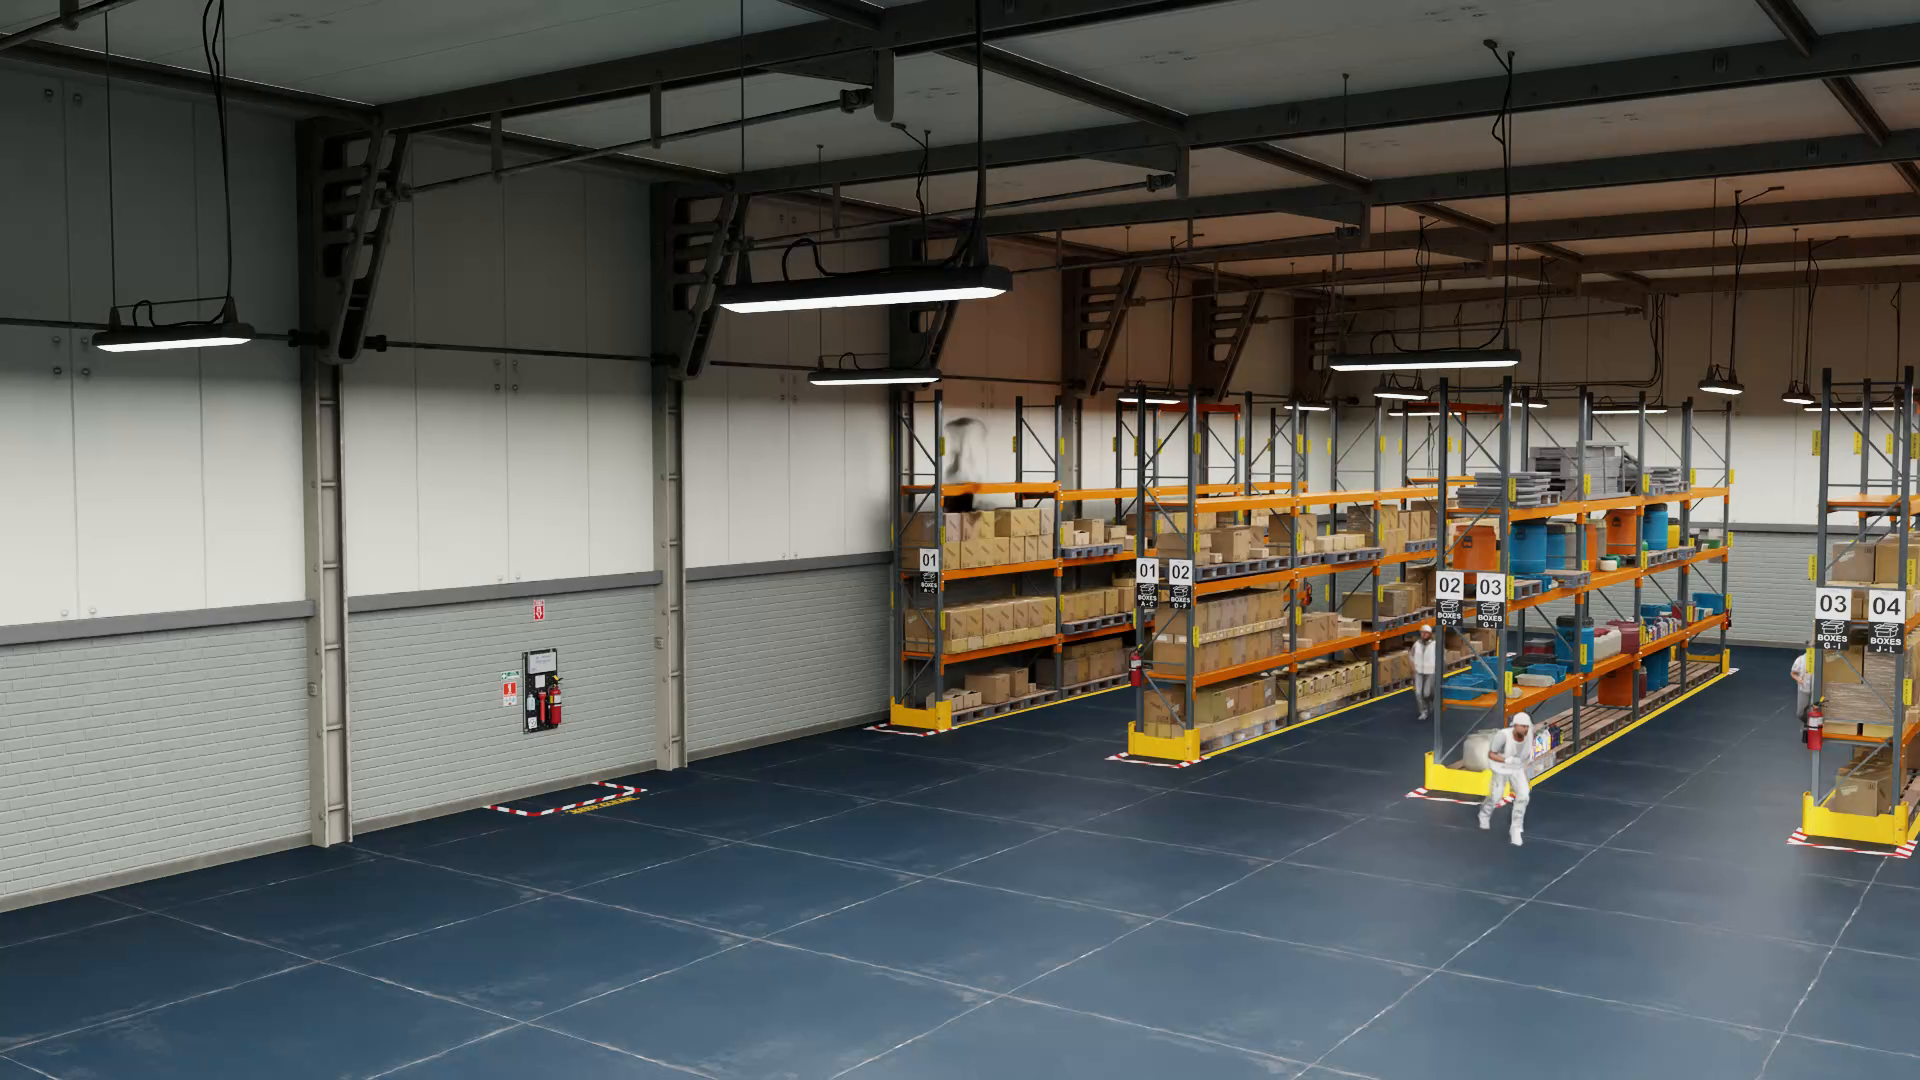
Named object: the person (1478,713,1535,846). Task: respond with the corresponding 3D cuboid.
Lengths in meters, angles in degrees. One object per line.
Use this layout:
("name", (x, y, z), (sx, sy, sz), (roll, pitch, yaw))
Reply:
("person", (6.963, 3.000, 21.178), (0.729, 1.724, 1.025), (-1, 3, -13))

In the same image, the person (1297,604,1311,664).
("person", (7.341, 2.171, 35.746), (0.546, 1.623, 0.893), (2, 4, 37))

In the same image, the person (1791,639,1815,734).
("person", (14.464, 2.534, 28.223), (0.674, 1.729, 0.782), (2, 4, 31))

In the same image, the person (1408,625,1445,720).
("person", (8.561, 2.427, 30.577), (0.661, 1.731, 0.585), (2, 4, 31))
